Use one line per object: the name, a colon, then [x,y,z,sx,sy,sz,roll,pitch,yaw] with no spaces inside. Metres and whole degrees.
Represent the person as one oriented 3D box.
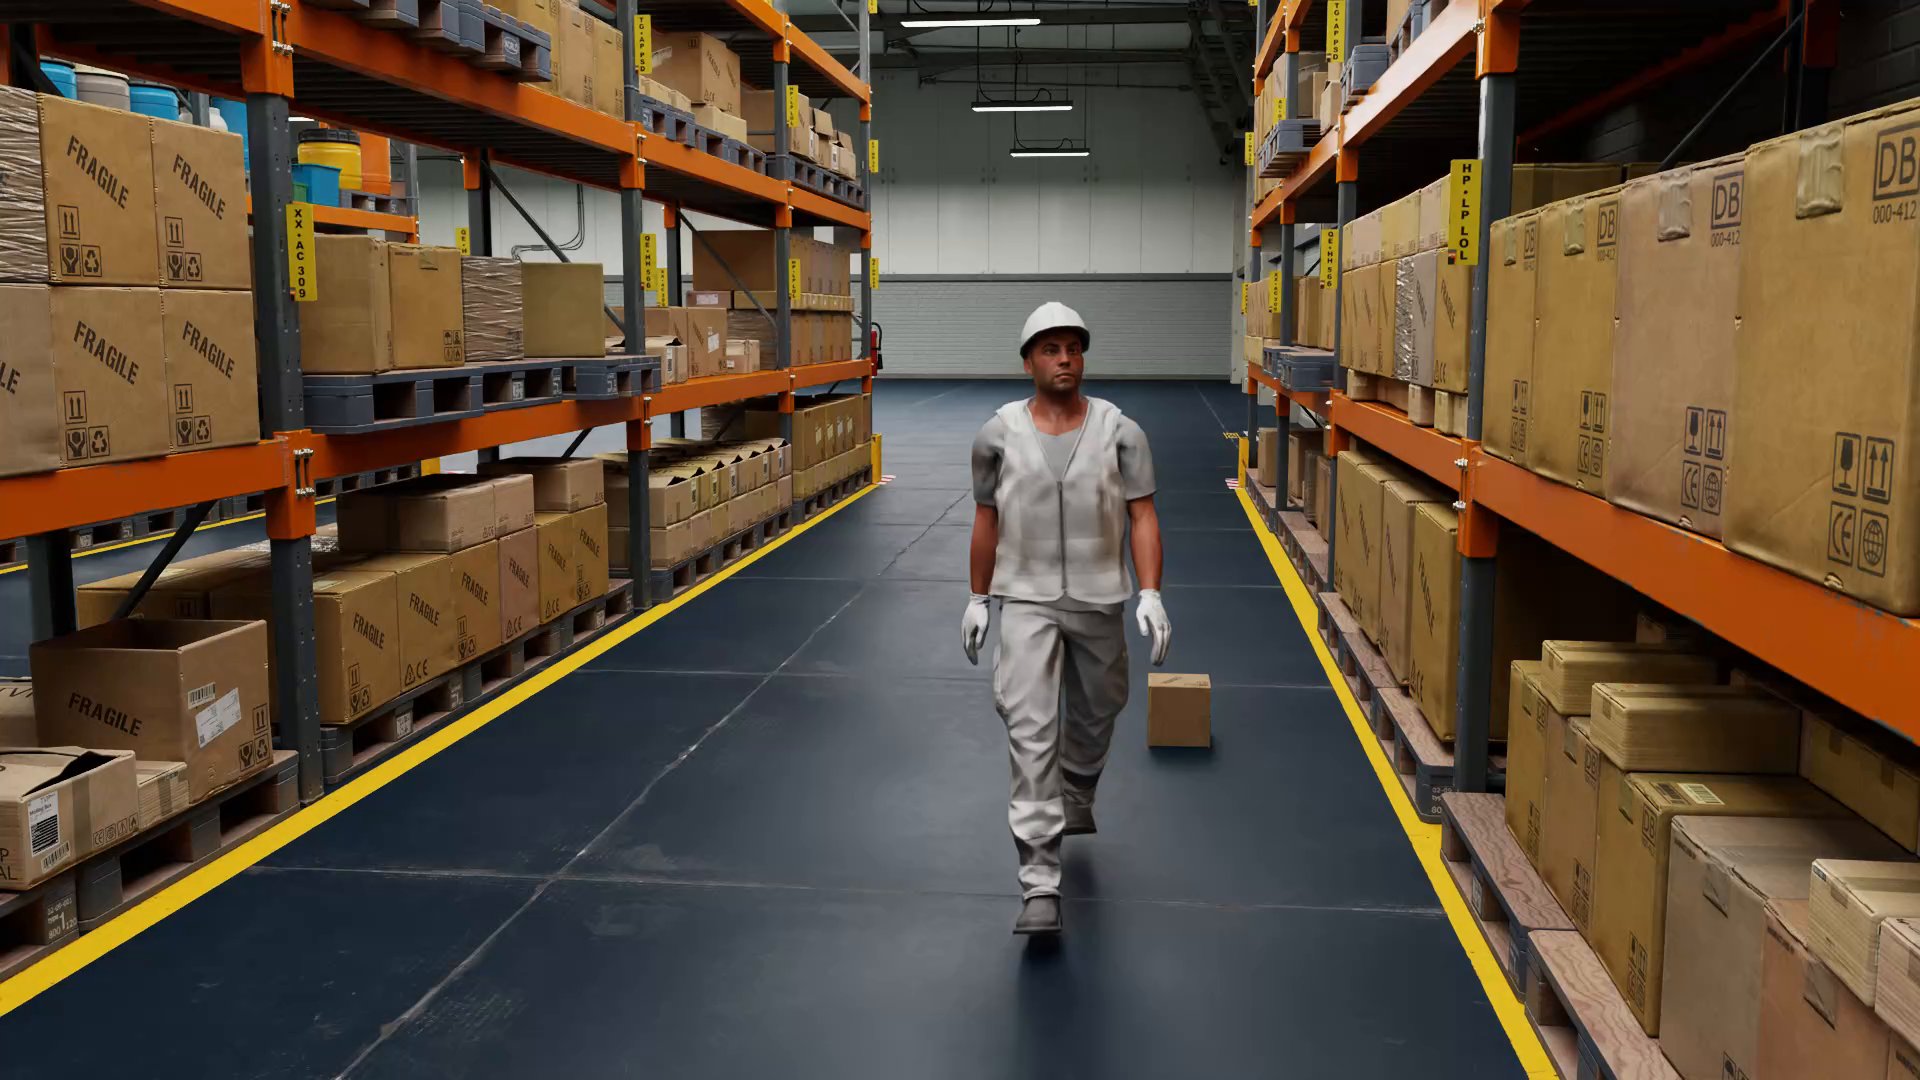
person: [0.303,0.185,4.845,0.585,1.742,1.078,0,8,-3]
